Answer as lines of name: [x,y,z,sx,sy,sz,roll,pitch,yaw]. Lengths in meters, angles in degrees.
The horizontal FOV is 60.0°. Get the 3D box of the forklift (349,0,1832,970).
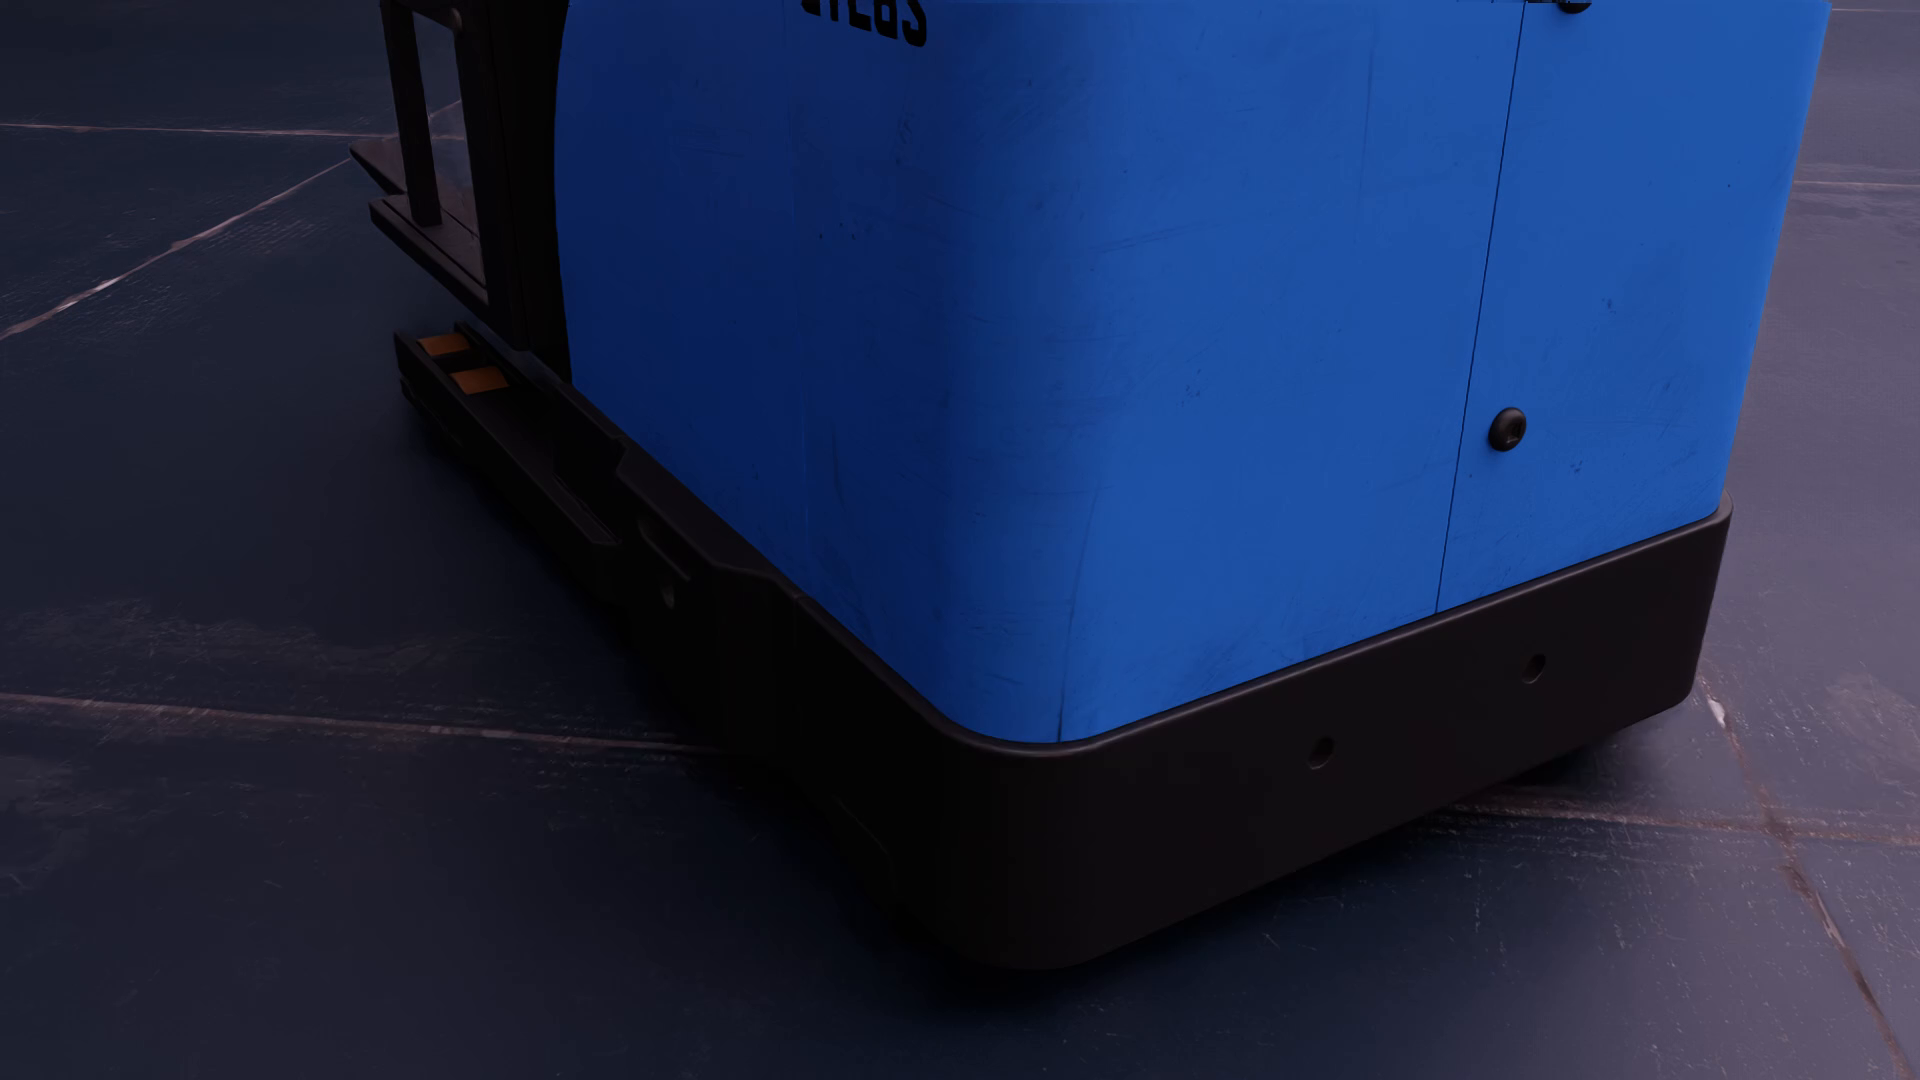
forklift: [-0.318,-1.528,2.280,1.130,2.935,3.031,-15,30,-28]
